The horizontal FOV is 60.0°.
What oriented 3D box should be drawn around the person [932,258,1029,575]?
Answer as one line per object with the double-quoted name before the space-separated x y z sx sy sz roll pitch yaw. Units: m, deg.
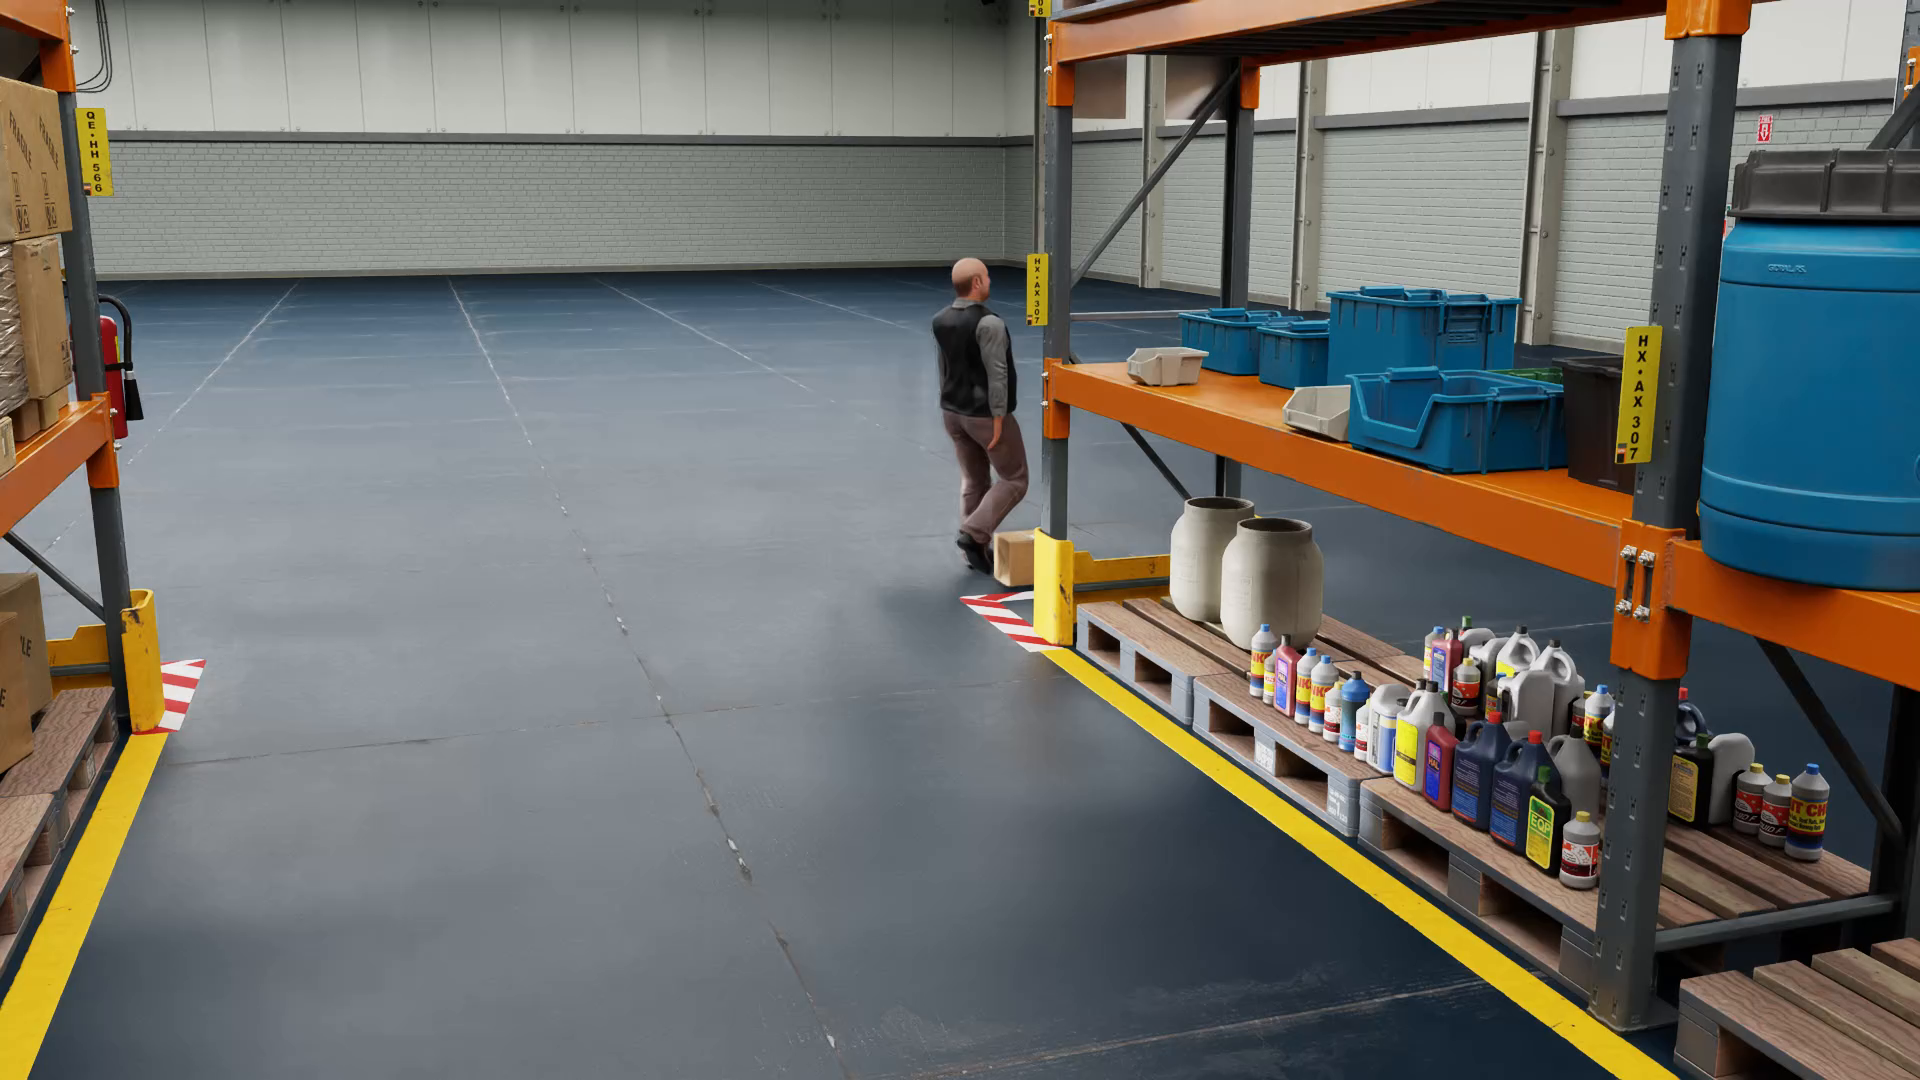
"person" 0.110 -0.669 9.048 0.565 1.711 0.542 -12 17 -43
